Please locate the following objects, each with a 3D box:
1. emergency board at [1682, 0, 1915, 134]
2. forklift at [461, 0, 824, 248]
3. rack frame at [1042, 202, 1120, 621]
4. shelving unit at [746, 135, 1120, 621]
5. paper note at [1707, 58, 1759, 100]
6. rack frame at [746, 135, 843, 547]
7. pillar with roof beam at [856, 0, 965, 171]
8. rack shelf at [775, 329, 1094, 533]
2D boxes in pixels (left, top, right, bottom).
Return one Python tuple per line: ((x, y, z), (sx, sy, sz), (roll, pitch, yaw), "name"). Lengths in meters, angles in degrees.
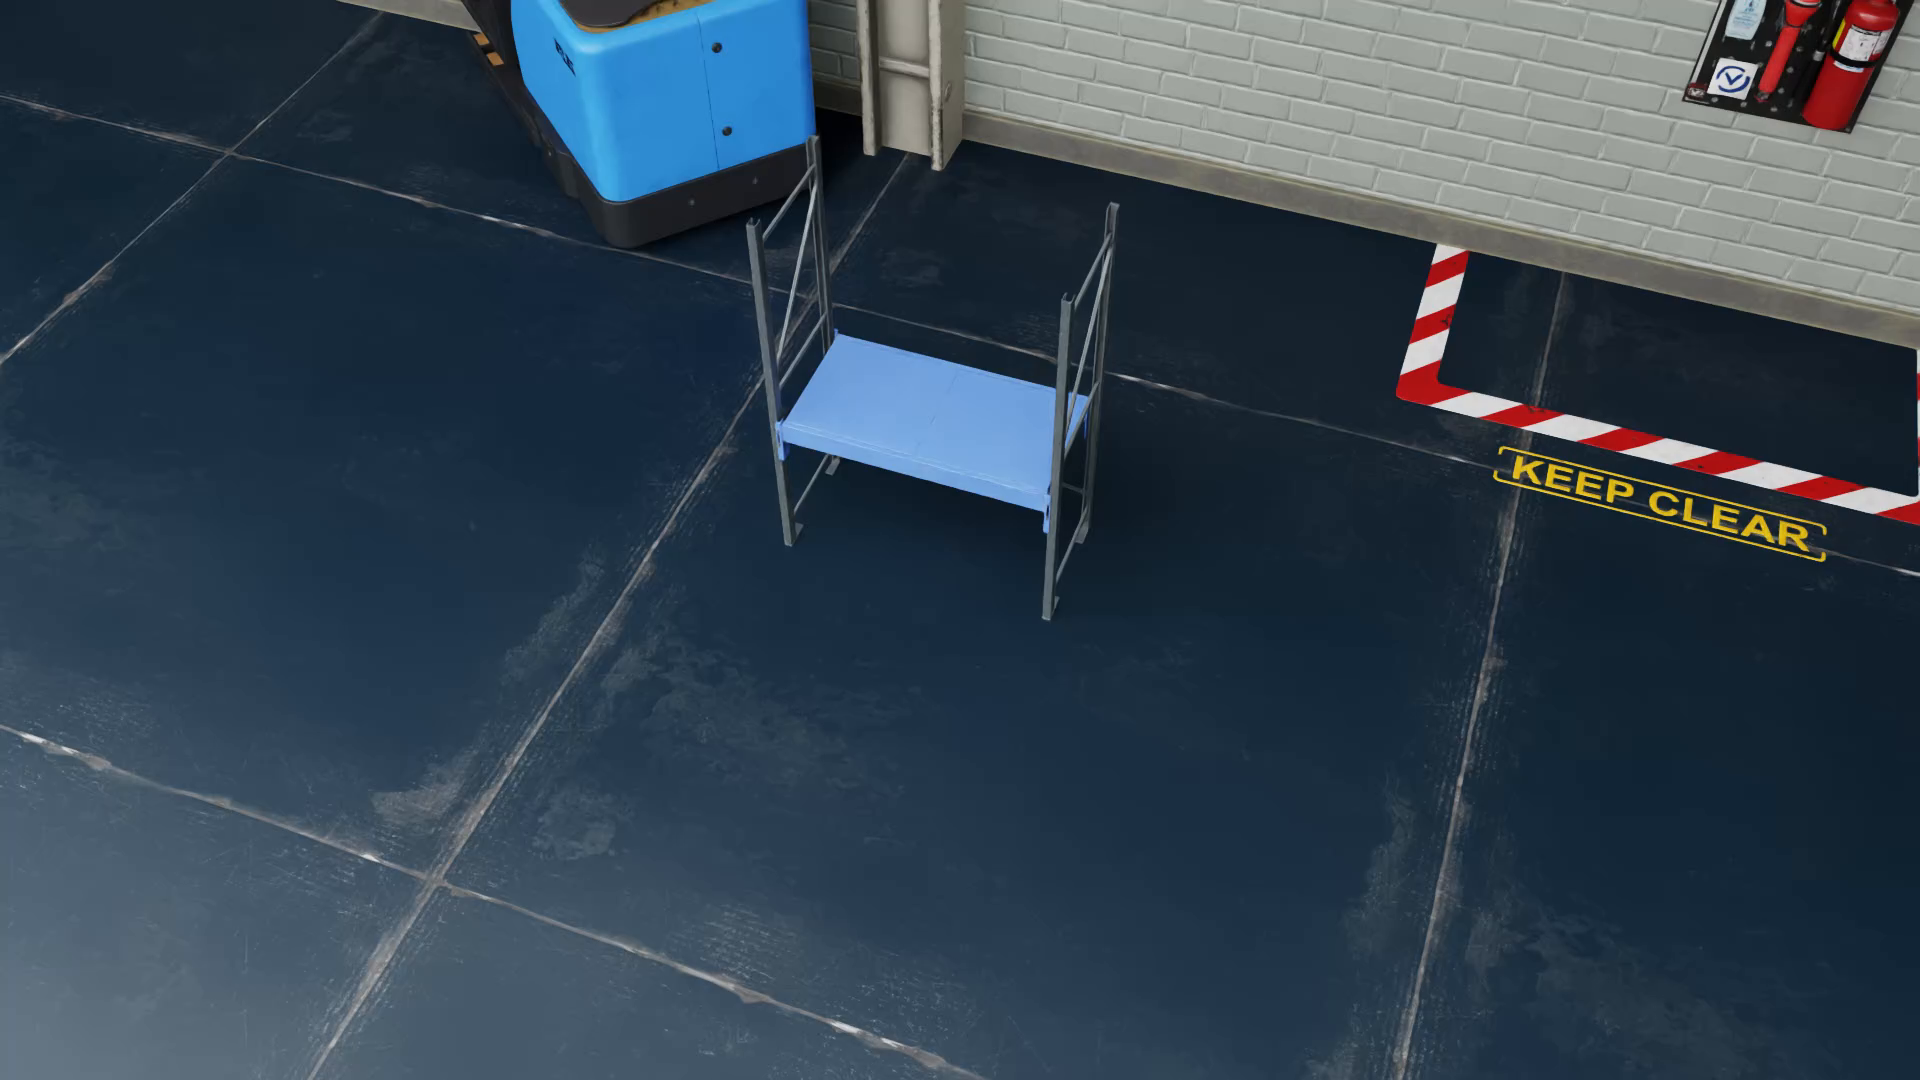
((3.107, -1.962, 5.965), (0.643, 1.169, 0.194), (16, 51, 13), "emergency board")
((-1.787, -3.348, 7.212), (1.130, 2.935, 3.031), (-23, 53, -19), "forklift")
((0.397, -0.380, 5.587), (0.032, 1.500, 0.500), (16, 51, 13), "rack frame")
((-0.080, -0.514, 5.703), (1.048, 1.500, 0.538), (16, 51, 13), "shelving unit")
((2.965, -1.769, 6.381), (0.142, 0.148, 0.016), (16, 51, 13), "paper note")
((-0.557, -0.647, 5.818), (0.032, 1.500, 0.500), (16, 51, 13), "rack frame")
((-1.708, -1.772, 1.831), (0.400, 9.000, 9.100), (16, 51, 13), "pillar with roof beam")
((-0.080, -0.396, 5.839), (1.000, 0.185, 0.538), (16, 51, 13), "rack shelf")
